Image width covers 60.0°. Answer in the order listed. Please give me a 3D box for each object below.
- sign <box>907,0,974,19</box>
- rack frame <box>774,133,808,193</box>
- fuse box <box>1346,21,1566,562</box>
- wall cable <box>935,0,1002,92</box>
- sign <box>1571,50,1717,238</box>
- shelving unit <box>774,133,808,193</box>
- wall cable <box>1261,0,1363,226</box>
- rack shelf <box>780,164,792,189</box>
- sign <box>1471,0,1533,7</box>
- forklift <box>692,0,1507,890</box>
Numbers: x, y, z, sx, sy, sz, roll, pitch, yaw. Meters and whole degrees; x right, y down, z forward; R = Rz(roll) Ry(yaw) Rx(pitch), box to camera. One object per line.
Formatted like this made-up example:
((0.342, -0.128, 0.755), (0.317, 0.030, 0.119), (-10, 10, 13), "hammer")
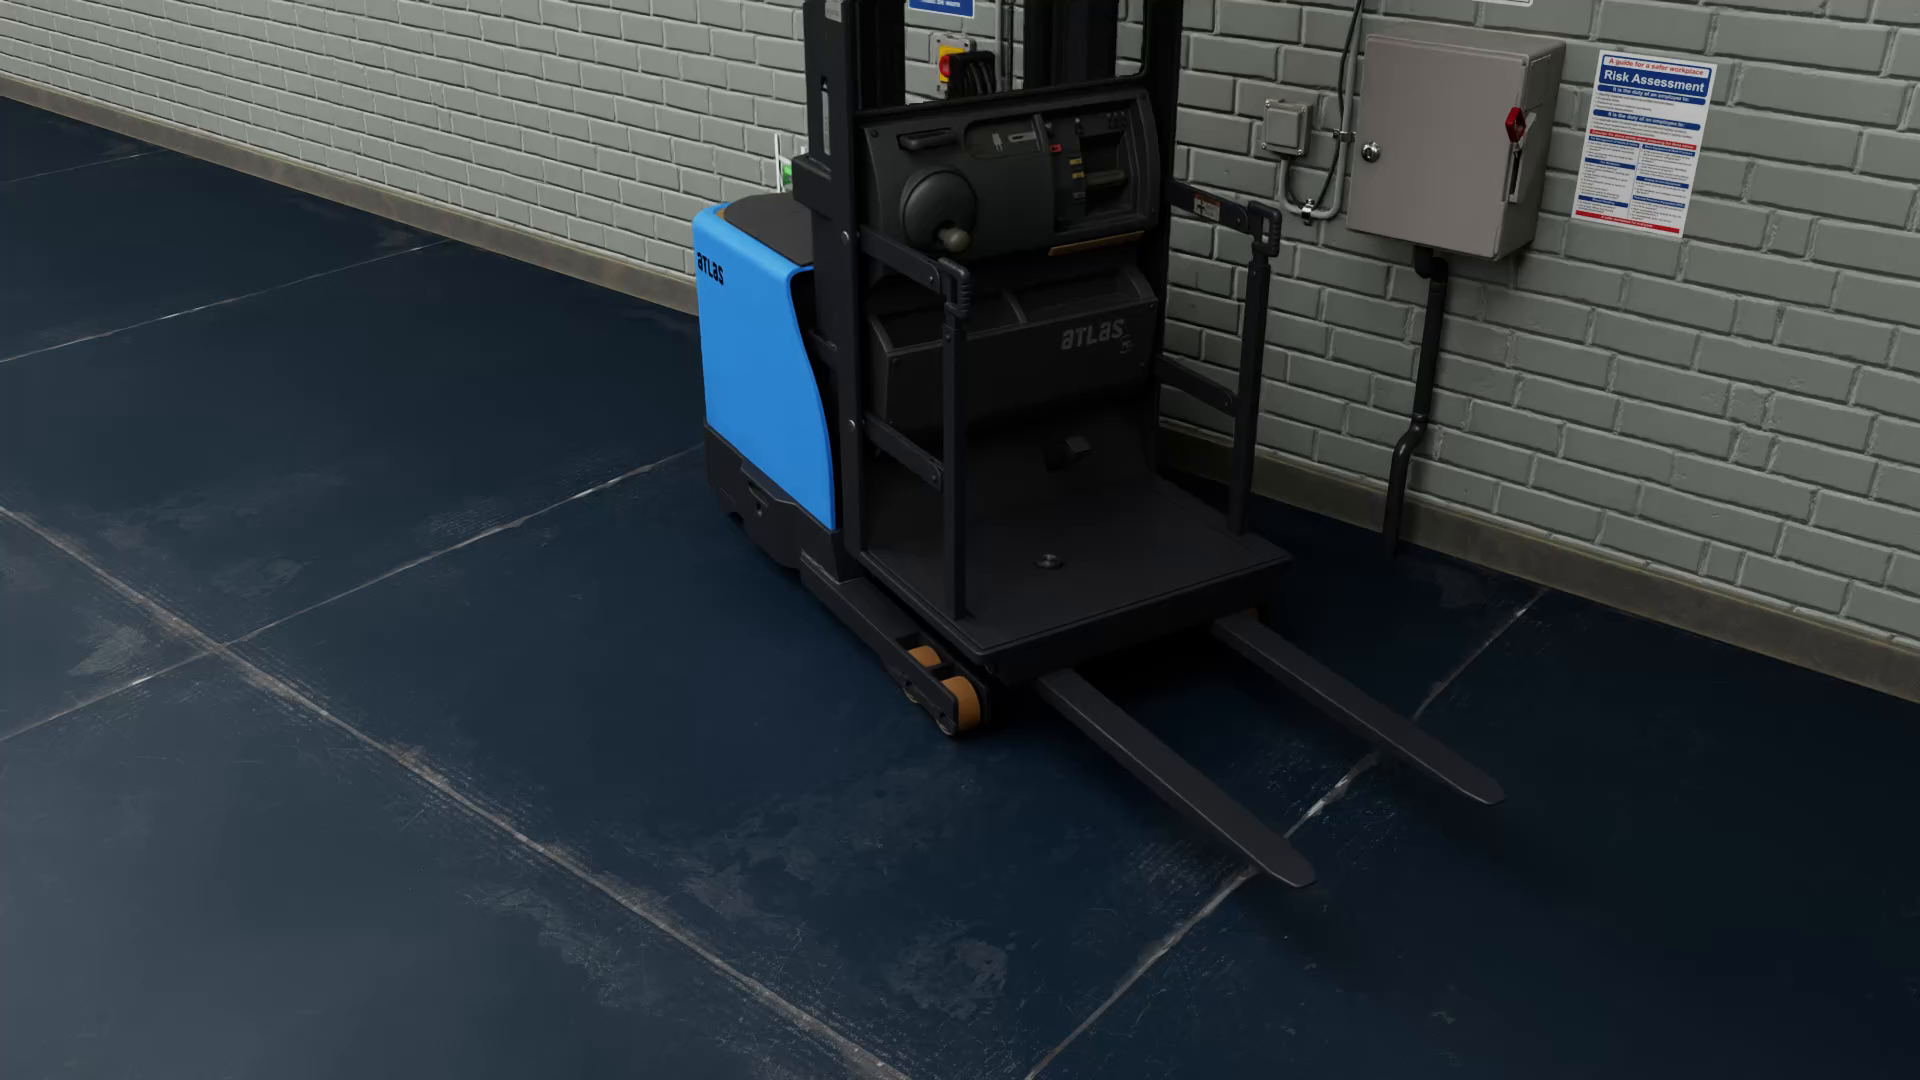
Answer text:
((-0.075, -2.076, 6.205), (0.327, 0.218, 0.001), (21, 34, 34), "sign")
((-0.596, -0.877, 6.139), (0.015, 1.200, 0.240), (-15, 31, -27), "rack frame")
((1.451, -0.682, 5.207), (0.539, 1.711, 0.414), (21, 34, 34), "fuse box")
((-0.077, -2.386, 5.957), (0.585, 1.953, 0.123), (21, 34, 34), "wall cable")
((1.964, -1.142, 4.796), (0.329, 0.494, 0.001), (21, 34, 34), "sign")
((-0.387, -0.934, 6.250), (0.503, 1.200, 0.258), (-15, 31, -27), "shelving unit")
((1.025, -1.961, 5.171), (0.588, 1.984, 0.122), (21, 34, 34), "wall cable")
((-0.387, -1.304, 6.059), (0.480, 0.148, 0.258), (-15, 31, -27), "rack shelf")
((1.540, -1.711, 4.894), (0.339, 0.242, 0.001), (21, 34, 34), "sign")
((0.274, -0.994, 4.482), (1.130, 2.935, 3.031), (-15, 31, -27), "forklift")
